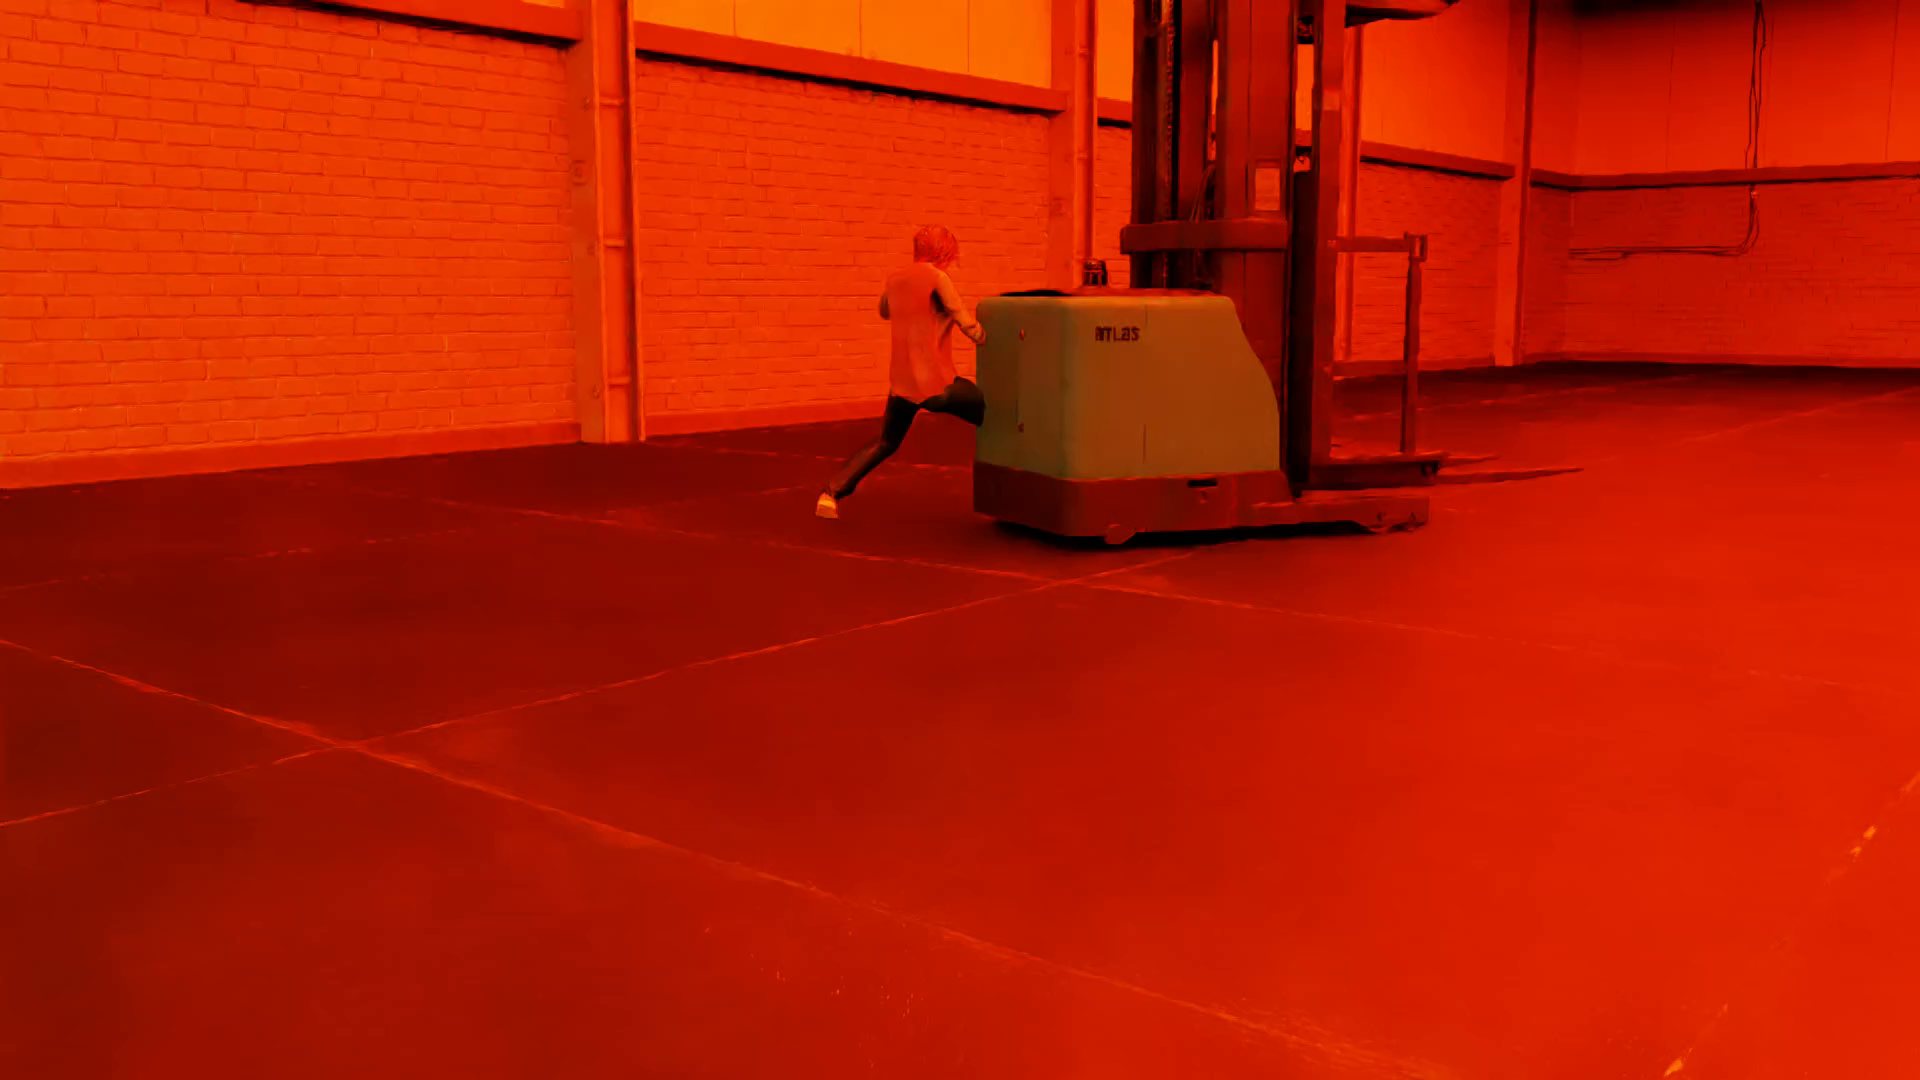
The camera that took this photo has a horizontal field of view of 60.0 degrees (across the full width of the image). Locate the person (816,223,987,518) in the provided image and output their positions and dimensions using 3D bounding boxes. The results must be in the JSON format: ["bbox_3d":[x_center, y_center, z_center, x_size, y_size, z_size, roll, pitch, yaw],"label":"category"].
[{"bbox_3d":[-0.098,-0.783,7.892,0.869,1.411,1.085,-8,11,-42],"label":"person"}]

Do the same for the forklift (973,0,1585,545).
[{"bbox_3d":[1.624,-1.548,7.859,3.031,2.935,1.130,-4,9,-24],"label":"forklift"}]
